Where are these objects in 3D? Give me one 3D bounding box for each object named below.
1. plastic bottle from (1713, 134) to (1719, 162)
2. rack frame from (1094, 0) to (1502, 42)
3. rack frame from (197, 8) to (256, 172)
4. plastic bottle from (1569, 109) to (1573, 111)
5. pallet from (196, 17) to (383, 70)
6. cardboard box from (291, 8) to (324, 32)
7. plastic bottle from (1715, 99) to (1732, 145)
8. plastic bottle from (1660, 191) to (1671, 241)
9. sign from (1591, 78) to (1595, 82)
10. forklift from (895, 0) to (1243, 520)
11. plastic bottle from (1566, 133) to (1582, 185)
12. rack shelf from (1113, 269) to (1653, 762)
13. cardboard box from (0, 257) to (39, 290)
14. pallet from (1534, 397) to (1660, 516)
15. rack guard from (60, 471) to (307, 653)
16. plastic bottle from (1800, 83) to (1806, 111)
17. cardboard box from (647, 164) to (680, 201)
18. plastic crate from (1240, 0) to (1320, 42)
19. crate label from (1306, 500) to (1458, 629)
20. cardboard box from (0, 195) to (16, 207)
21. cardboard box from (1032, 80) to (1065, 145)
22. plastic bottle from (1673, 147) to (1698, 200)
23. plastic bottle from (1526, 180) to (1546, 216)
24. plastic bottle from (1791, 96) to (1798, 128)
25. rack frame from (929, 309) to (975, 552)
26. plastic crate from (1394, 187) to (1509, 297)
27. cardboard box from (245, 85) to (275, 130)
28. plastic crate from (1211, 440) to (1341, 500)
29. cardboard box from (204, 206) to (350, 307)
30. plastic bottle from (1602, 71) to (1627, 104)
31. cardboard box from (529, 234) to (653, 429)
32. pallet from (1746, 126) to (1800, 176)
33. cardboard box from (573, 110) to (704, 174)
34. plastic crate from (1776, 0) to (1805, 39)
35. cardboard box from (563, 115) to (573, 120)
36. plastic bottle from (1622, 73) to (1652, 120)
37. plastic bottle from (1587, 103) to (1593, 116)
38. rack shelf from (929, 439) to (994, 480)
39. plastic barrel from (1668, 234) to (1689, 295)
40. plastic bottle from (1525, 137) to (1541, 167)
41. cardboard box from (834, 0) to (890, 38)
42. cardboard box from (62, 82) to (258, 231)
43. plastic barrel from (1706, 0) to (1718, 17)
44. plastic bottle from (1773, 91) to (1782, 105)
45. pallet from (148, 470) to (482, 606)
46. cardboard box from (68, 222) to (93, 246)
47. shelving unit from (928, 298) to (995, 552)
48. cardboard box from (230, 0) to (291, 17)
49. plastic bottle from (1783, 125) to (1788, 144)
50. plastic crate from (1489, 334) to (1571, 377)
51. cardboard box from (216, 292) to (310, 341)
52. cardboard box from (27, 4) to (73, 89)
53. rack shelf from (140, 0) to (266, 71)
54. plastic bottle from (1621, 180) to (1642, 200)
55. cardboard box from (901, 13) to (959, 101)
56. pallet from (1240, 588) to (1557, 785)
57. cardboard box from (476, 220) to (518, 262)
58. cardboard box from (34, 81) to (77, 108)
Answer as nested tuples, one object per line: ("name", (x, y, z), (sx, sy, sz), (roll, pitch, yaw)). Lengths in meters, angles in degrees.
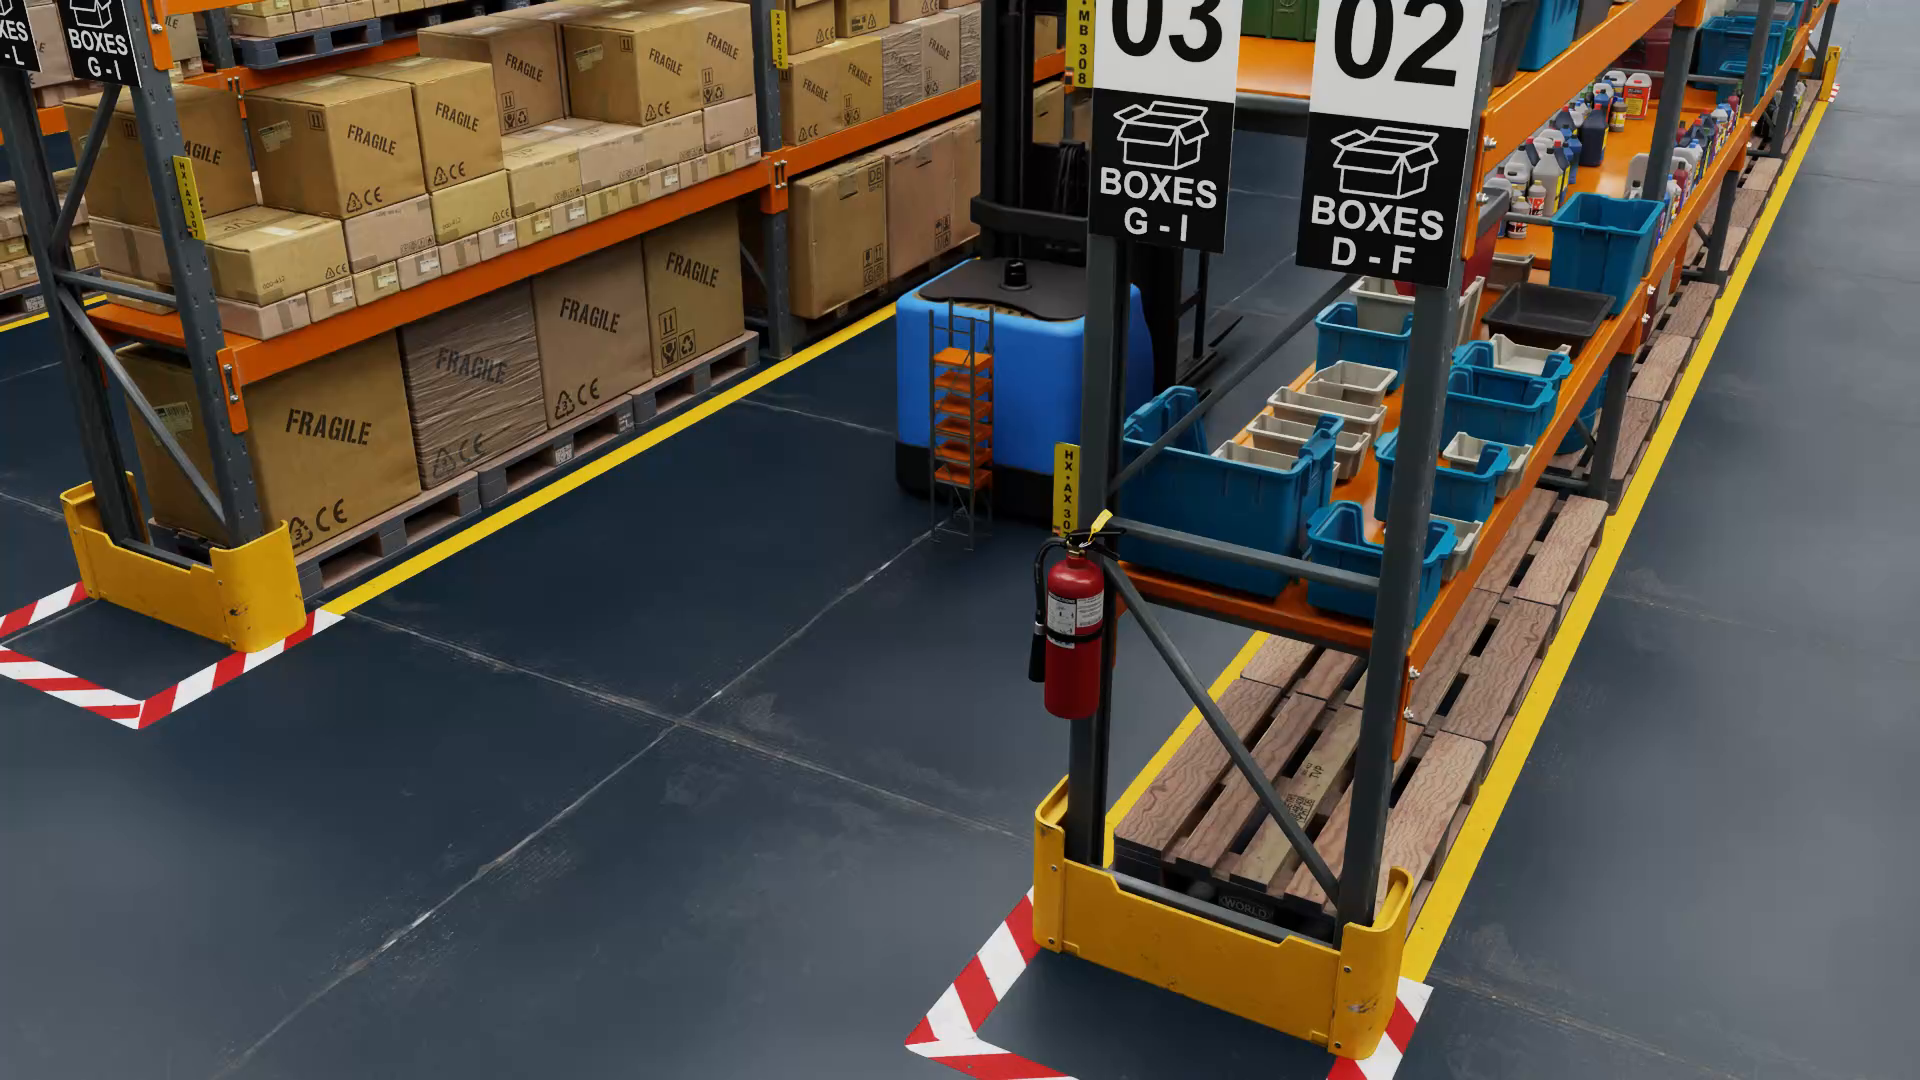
("plastic bottle", (4.400, -2.330, 9.776), (0.097, 0.201, 0.097), (0, 27, 0))
("rack frame", (0.813, -2.632, 3.455), (1.000, 3.000, 0.127), (14, 30, 26))
("rack frame", (-5.800, -3.731, 12.352), (1.000, 3.000, 0.127), (14, 30, 26))
("plastic bottle", (3.606, -2.423, 9.883), (0.097, 0.271, 0.097), (0, 27, 0))
("pallet", (-5.297, -3.911, 12.926), (1.003, 0.211, 1.213), (14, 30, 26))
("cardboard box", (-5.074, -3.968, 12.637), (0.380, 0.149, 0.250), (15, 30, 27))
("plastic bottle", (4.639, -2.551, 10.140), (0.097, 0.271, 0.097), (0, 27, 0))
("plastic bottle", (3.487, -1.639, 8.316), (0.097, 0.271, 0.097), (0, 27, 0))
("sign", (4.267, -3.259, 11.226), (0.100, 0.325, 0.005), (14, 30, 26))
("forklift", (0.802, -2.033, 9.037), (1.130, 2.935, 3.031), (13, 30, 25))
("plastic bottle", (3.420, -2.137, 9.312), (0.097, 0.271, 0.097), (0, 27, 0))
("rack shelf", (1.797, -0.407, 6.516), (1.077, 0.370, 4.000), (14, 30, 26))
("cardboard box", (-6.482, -1.824, 11.259), (0.380, 0.149, 0.250), (14, 30, 26))
("pallet", (3.197, -0.553, 9.119), (1.003, 0.211, 1.213), (14, 30, 26))
("rack guard", (-3.511, 0.087, 7.518), (1.175, 0.500, 0.348), (14, 30, 26))
("plastic bottle", (8.015, -4.259, 15.959), (0.152, 0.276, 0.135), (14, 30, 26))
("cardboard box", (-1.775, -1.995, 9.165), (0.380, 0.149, 0.250), (15, 30, 27))
("plastic crate", (1.050, -1.643, 5.068), (0.450, 0.188, 0.336), (14, 30, 26))
("crate label", (1.222, 0.075, 4.870), (0.416, 0.233, 0.303), (14, 30, 26))
("cardboard box", (-6.785, -2.305, 11.555), (0.380, 0.149, 0.250), (13, 29, 24))
("cardboard box", (0.079, -3.131, 13.059), (1.225, 0.875, 0.875), (13, 29, 24))
("plastic bottle", (3.910, -2.001, 9.034), (0.152, 0.276, 0.135), (14, 30, 26))
("plastic bottle", (2.991, -1.766, 8.650), (0.097, 0.201, 0.097), (0, 27, 0))
("plastic bottle", (7.685, -3.960, 15.353), (0.061, 0.283, 0.133), (16, 31, 28))
("rack frame", (-0.038, -0.507, 7.921), (0.240, 1.200, 0.006), (14, 30, 26))
("plastic crate", (2.124, -1.271, 7.300), (0.402, 0.464, 0.583), (14, 30, 26))
("cardboard box", (-5.653, -3.482, 13.340), (0.500, 0.250, 0.500), (13, 30, 25))
("plastic crate", (1.057, -0.216, 5.558), (0.396, 0.136, 0.243), (14, 30, 26))
("cardboard box", (-3.028, -1.234, 7.199), (0.500, 0.250, 0.500), (13, 30, 25))
("plastic bottle", (4.255, -2.914, 10.859), (0.152, 0.276, 0.135), (14, 30, 26))
("cardboard box", (-2.368, -1.246, 9.293), (0.875, 0.875, 0.875), (14, 30, 26))
("pallet", (7.083, -3.632, 15.269), (1.003, 0.211, 1.213), (14, 30, 26))
("cardboard box", (-1.772, -2.233, 9.195), (0.500, 0.250, 0.500), (15, 30, 28))
("plastic crate", (6.445, -4.121, 13.148), (0.392, 0.384, 0.575), (14, 30, 26))
("cardboard box", (-2.239, -2.347, 9.422), (0.500, 0.250, 0.500), (14, 30, 26))
("plastic bottle", (4.387, -2.881, 10.793), (0.152, 0.276, 0.135), (14, 30, 26))
("plastic bottle", (3.881, -2.609, 10.334), (0.097, 0.201, 0.097), (0, 27, 0))
("rack shelf", (0.007, -0.395, 8.066), (0.258, 0.103, 0.180), (14, 30, 26))
("plastic barrel", (4.523, -2.090, 11.030), (0.600, 0.830, 0.708), (14, 30, 26))
("plastic bottle", (3.039, -1.989, 8.927), (0.144, 0.351, 0.185), (14, 30, 26))
("cardboard box", (-0.876, -3.608, 10.874), (0.797, 0.503, 0.637), (15, 30, 27))
("cardboard box", (-3.488, -1.689, 7.271), (0.500, 0.500, 0.500), (15, 30, 27))
("plastic barrel", (5.481, -3.908, 12.554), (0.433, 0.535, 0.433), (0, 27, 0))
("plastic bottle", (7.636, -4.090, 15.621), (0.152, 0.276, 0.135), (14, 30, 26))
("pallet", (-3.174, -0.122, 8.258), (1.003, 0.211, 1.213), (14, 30, 26))
("cardboard box", (-6.234, -2.188, 11.652), (0.380, 0.149, 0.250), (15, 30, 27))
("shelving unit", (0.007, -0.542, 7.993), (0.258, 1.200, 0.189), (14, 30, 26))
("cardboard box", (-5.205, -3.991, 12.352), (0.380, 0.149, 0.250), (15, 30, 27))
("plastic bottle", (7.305, -3.639, 14.803), (0.097, 0.201, 0.097), (0, 27, 0))
("plastic crate", (2.186, -0.672, 6.470), (0.293, 0.136, 0.466), (14, 30, 26))
("cardboard box", (-3.037, -0.993, 7.164), (0.380, 0.149, 0.250), (15, 30, 27))
("cardboard box", (-6.294, -3.262, 10.971), (0.500, 0.500, 0.500), (14, 30, 26))
("rack shelf", (-2.515, -2.839, 8.024), (1.077, 0.370, 4.000), (14, 30, 26))
("plastic bottle", (3.256, -1.568, 8.086), (0.144, 0.351, 0.185), (14, 30, 26))
("cardboard box", (-0.344, -3.362, 11.503), (0.500, 0.500, 0.500), (15, 30, 27))
("pallet", (1.854, 0.511, 6.993), (1.003, 0.211, 1.213), (14, 30, 26))
("cardboard box", (-2.406, -1.495, 8.166), (0.380, 0.149, 0.250), (14, 30, 26))
("cardboard box", (-6.207, -3.033, 11.238), (0.380, 0.149, 0.250), (13, 29, 24))
